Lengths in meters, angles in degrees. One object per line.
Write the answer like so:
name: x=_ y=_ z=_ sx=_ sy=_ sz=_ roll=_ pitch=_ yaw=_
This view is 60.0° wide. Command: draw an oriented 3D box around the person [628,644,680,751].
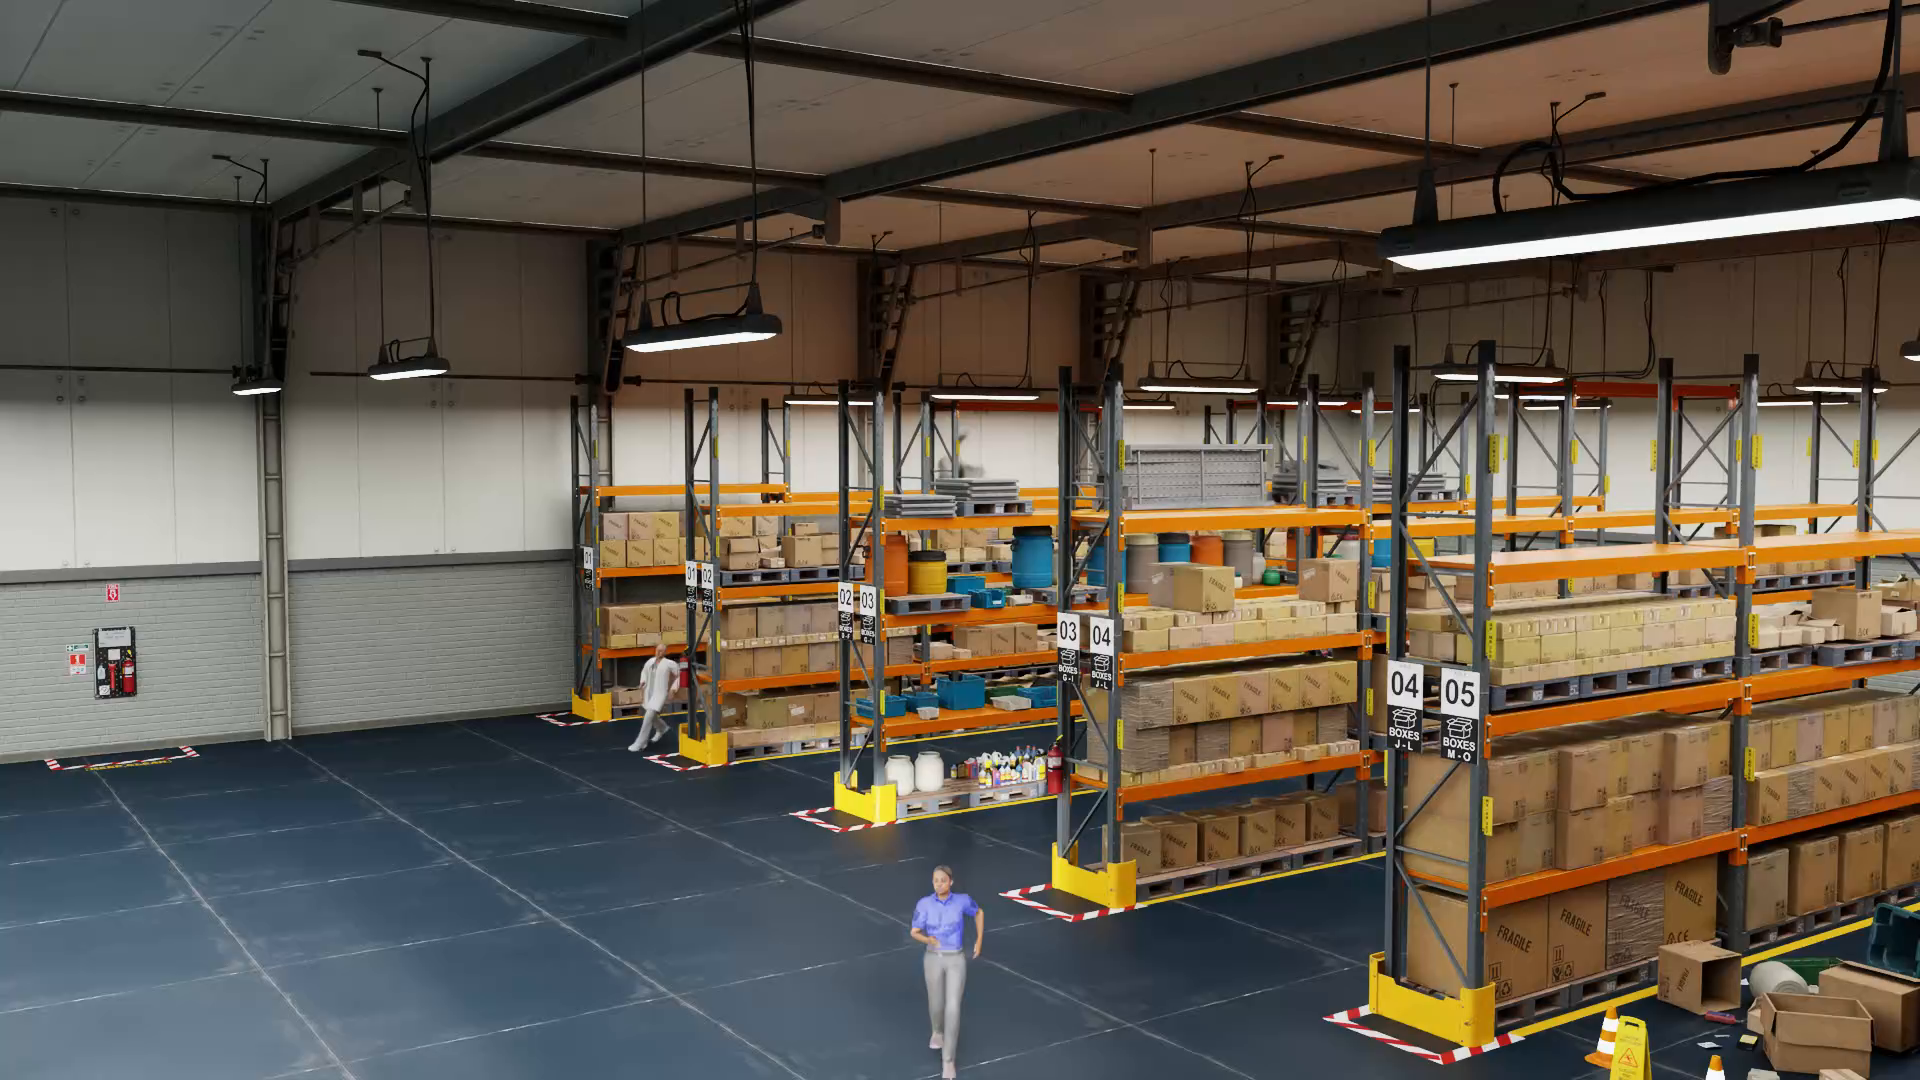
person: x=-5.059 y=2.604 z=27.769 sx=0.769 sy=1.746 sz=1.049 roll=2 pitch=4 yaw=32

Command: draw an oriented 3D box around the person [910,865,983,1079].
person: x=-0.117 y=3.531 z=13.720 sx=0.583 sy=1.672 sz=0.866 roll=0 pitch=3 yaw=6
